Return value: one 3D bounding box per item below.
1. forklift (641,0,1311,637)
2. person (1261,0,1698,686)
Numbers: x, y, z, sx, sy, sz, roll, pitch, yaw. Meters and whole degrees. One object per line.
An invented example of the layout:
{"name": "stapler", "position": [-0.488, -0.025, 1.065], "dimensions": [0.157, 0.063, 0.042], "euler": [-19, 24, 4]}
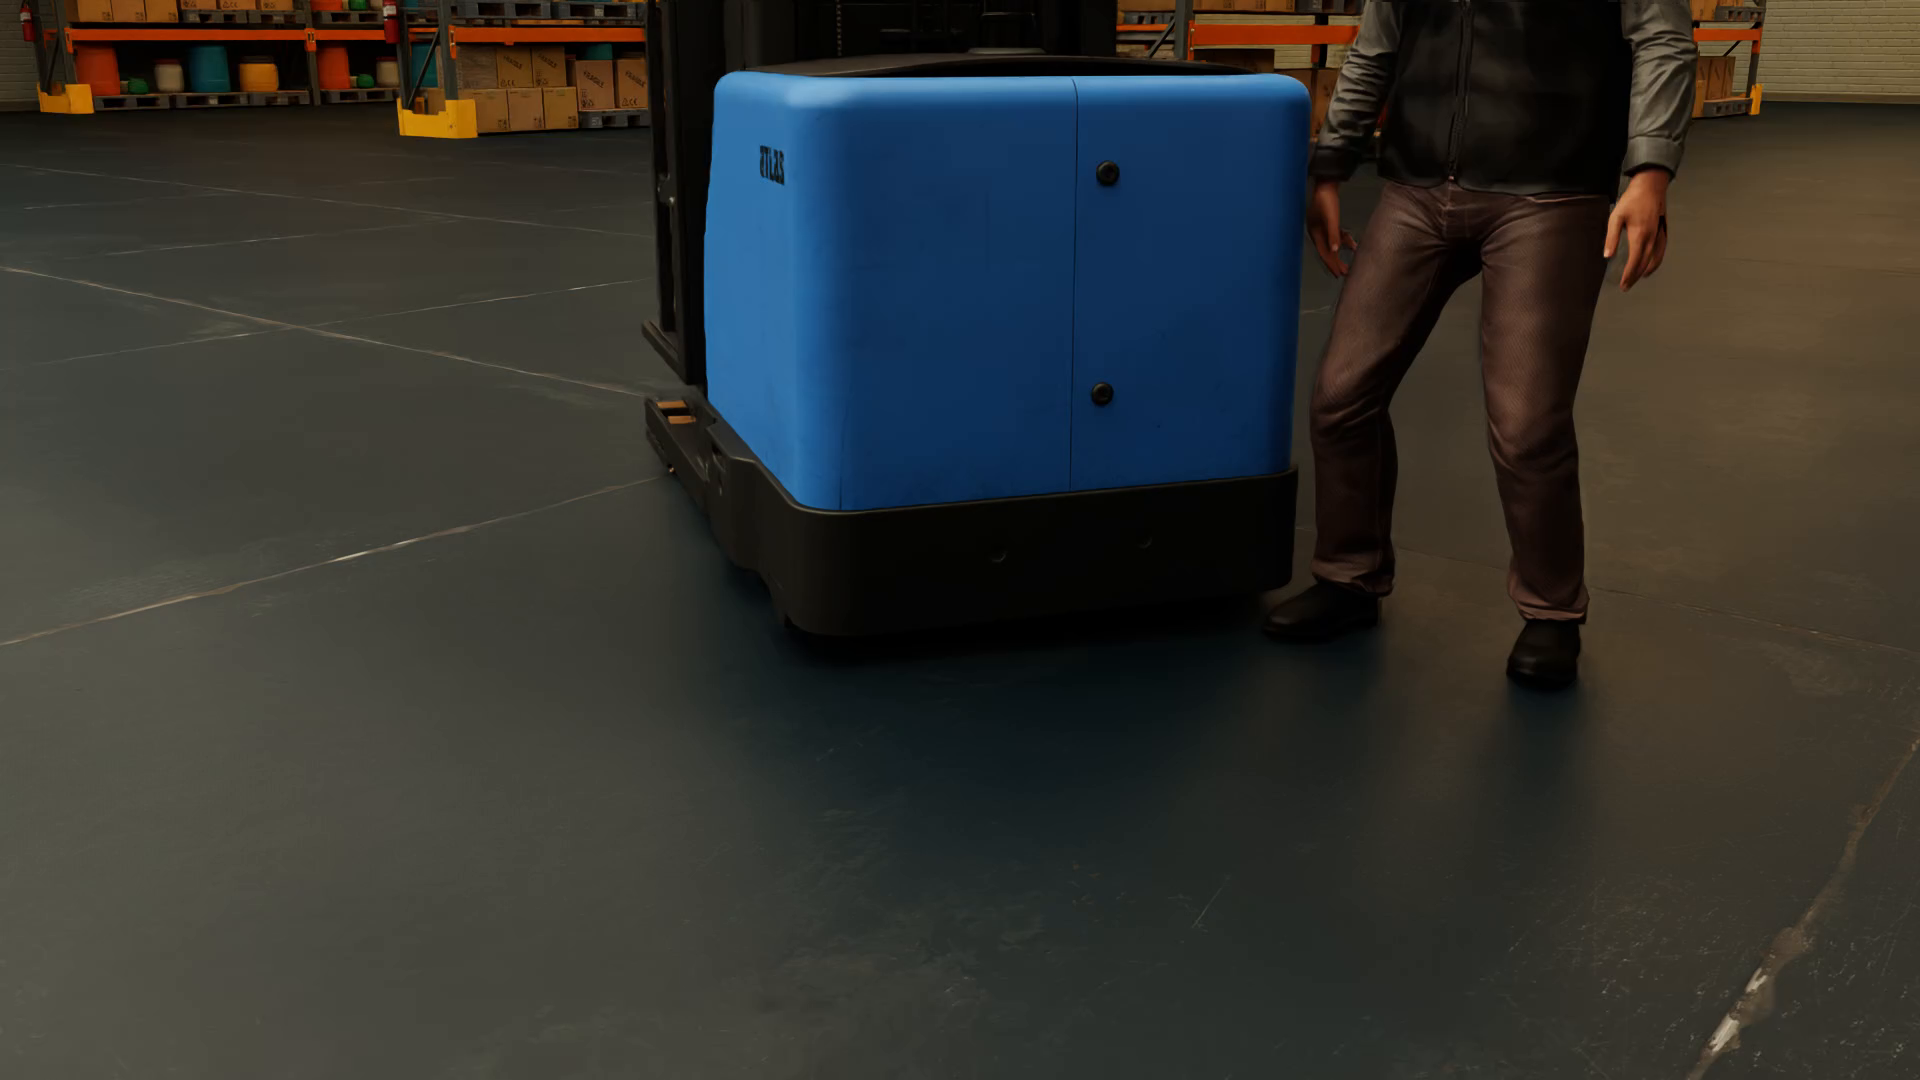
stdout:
{"name": "forklift", "position": [-0.257, -1.610, 4.199], "dimensions": [1.130, 2.935, 3.031], "euler": [-5, 18, -17]}
{"name": "person", "position": [0.941, -0.605, 3.035], "dimensions": [0.711, 1.699, 0.490], "euler": [15, 22, 40]}
